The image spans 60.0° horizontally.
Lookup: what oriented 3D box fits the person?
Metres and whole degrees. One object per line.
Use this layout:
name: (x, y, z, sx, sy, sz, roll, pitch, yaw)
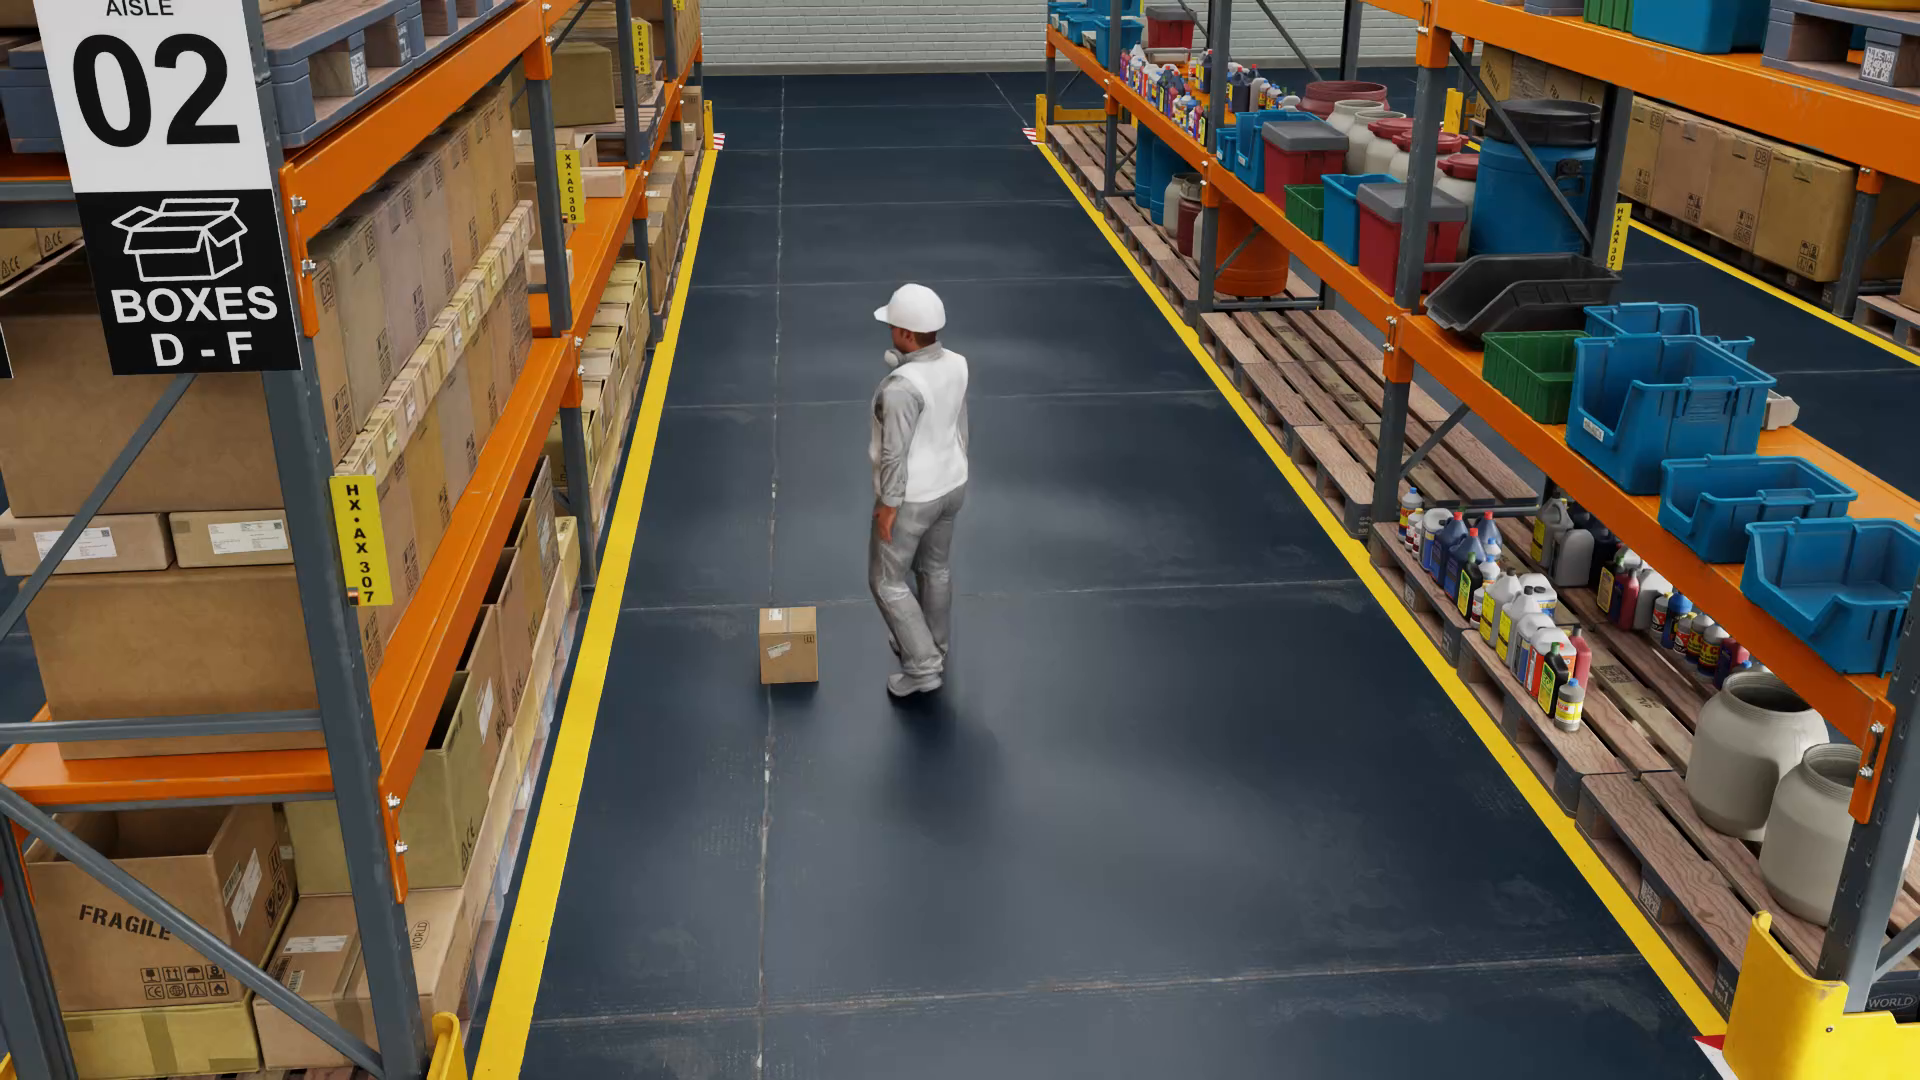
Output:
person: (-0.173, -0.223, 7.063, 0.530, 1.774, 0.573, 16, 28, 33)
